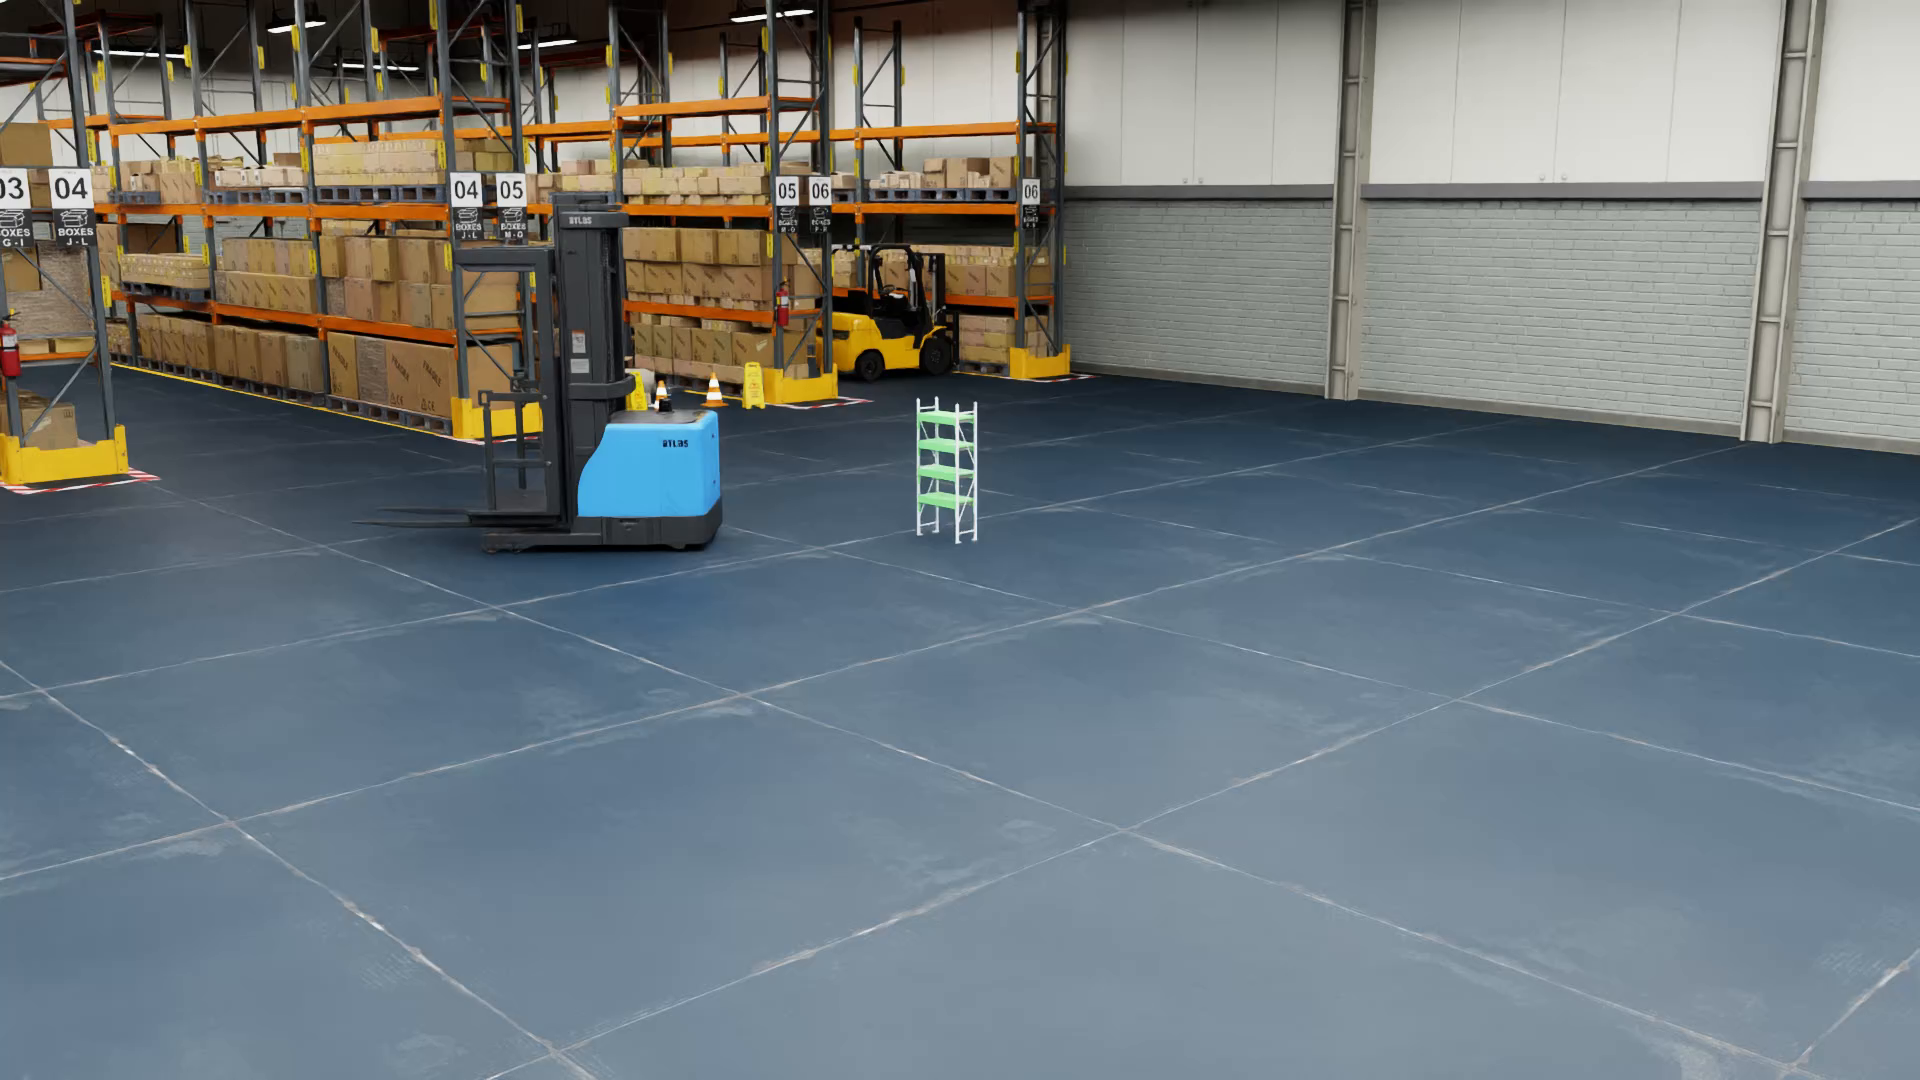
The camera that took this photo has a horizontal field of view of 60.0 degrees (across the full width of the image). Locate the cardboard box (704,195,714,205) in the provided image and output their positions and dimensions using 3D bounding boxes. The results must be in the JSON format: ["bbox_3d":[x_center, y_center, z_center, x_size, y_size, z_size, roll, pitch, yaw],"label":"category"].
[{"bbox_3d":[-3.586,-5.062,24.736,0.250,0.149,0.380,11,16,44],"label":"cardboard box"}]

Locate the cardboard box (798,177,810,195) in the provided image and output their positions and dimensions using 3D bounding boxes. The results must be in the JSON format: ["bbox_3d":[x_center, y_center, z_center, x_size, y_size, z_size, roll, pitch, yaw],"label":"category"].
[{"bbox_3d":[-2.427,-5.164,24.242,0.500,0.250,0.500,-11,16,-44],"label":"cardboard box"}]

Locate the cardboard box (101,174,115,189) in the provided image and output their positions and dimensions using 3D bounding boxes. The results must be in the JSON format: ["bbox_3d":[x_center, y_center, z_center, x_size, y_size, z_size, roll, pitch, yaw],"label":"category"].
[{"bbox_3d":[-14.573,-6.231,28.921,0.500,0.250,0.500,11,16,42],"label":"cardboard box"}]

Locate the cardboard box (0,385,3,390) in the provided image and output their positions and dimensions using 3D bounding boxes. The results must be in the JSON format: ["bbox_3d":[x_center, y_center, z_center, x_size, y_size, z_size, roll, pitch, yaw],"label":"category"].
[{"bbox_3d":[-11.554,-1.549,19.653,0.500,0.500,0.500,-5,13,-25],"label":"cardboard box"}]

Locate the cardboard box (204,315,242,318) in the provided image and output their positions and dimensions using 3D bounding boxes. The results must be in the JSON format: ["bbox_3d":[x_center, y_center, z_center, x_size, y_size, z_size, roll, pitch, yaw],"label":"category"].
[{"bbox_3d":[-12.291,-3.606,27.775,0.500,0.250,0.500,-11,16,-42],"label":"cardboard box"}]

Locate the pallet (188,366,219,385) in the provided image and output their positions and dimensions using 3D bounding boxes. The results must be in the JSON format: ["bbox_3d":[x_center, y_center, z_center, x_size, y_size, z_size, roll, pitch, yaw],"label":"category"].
[{"bbox_3d":[-11.846,-2.723,27.107,1.003,0.211,1.213,-11,16,-43],"label":"pallet"}]

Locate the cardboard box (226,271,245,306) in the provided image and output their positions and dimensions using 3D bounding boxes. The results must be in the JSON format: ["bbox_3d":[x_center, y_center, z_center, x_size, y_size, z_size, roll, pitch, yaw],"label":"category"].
[{"bbox_3d":[-10.840,-3.847,25.402,0.500,0.500,0.500,-11,16,-43],"label":"cardboard box"}]

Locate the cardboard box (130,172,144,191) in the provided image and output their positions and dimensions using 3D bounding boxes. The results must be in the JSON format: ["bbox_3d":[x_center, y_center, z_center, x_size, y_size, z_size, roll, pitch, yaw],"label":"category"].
[{"bbox_3d":[-13.614,-6.032,28.003,0.500,0.311,0.500,-11,16,-43],"label":"cardboard box"}]

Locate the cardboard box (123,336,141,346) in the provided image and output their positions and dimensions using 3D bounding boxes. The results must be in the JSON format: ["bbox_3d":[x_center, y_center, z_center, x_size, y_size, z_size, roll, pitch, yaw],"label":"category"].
[{"bbox_3d":[-14.518,-3.515,29.328,0.380,0.149,0.250,-10,16,-41],"label":"cardboard box"}]

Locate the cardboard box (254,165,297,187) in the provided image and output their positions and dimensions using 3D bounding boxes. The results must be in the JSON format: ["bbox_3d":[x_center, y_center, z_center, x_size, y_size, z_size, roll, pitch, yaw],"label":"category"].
[{"bbox_3d":[-9.915,-5.296,24.184,0.500,0.311,0.500,11,16,43],"label":"cardboard box"}]

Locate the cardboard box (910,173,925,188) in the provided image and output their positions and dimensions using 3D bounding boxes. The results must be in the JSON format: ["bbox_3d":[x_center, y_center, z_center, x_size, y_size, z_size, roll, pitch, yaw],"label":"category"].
[{"bbox_3d":[-0.642,-6.187,28.618,0.258,0.266,0.396,11,16,44],"label":"cardboard box"}]

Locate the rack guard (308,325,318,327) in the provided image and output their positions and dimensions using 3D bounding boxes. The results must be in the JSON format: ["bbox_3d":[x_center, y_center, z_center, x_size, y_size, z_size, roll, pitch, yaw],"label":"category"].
[{"bbox_3d":[-13.339,-4.626,35.627,1.175,0.500,0.348,-11,16,-43],"label":"rack guard"}]

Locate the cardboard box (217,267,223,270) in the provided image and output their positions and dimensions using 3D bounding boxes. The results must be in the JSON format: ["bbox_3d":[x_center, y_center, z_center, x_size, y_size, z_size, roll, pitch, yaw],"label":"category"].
[{"bbox_3d":[-11.872,-4.379,27.079,0.250,0.149,0.380,11,16,43],"label":"cardboard box"}]

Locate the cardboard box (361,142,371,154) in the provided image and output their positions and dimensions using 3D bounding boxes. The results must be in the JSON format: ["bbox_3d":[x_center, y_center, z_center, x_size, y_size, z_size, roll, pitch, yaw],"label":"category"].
[{"bbox_3d":[-7.489,-5.060,21.461,0.380,0.149,0.250,-11,16,-43],"label":"cardboard box"}]

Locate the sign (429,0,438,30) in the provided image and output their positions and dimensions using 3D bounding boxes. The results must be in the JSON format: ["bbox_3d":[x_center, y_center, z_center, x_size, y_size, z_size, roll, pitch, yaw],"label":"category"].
[{"bbox_3d":[-6.185,-6.168,19.539,0.100,0.325,0.005,-11,16,-43],"label":"sign"}]

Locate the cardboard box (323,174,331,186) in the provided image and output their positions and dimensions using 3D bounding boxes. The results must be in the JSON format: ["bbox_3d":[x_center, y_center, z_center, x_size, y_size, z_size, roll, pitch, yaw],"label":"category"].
[{"bbox_3d":[-8.360,-4.854,22.437,0.380,0.149,0.250,-11,16,-42],"label":"cardboard box"}]

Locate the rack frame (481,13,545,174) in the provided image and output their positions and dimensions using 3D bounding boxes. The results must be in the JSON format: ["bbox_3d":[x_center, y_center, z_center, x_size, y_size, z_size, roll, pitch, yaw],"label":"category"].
[{"bbox_3d":[-7.797,-7.618,29.085,1.000,3.000,0.127,-11,16,-43],"label":"rack frame"}]

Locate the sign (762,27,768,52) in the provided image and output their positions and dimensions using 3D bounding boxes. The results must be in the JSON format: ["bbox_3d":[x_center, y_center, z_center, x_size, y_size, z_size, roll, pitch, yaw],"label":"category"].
[{"bbox_3d":[-2.688,-6.911,22.947,0.100,0.325,0.005,-11,16,-43],"label":"sign"}]

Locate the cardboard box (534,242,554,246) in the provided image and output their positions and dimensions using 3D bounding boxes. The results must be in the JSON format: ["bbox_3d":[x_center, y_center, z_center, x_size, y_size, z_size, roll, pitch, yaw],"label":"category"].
[{"bbox_3d":[-6.917,-4.830,28.396,0.500,0.500,0.500,-11,16,-42],"label":"cardboard box"}]

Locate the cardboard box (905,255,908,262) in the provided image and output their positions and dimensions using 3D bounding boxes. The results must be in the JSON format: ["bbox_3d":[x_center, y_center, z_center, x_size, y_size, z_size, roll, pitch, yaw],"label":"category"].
[{"bbox_3d":[-0.741,-4.915,28.978,0.380,0.149,0.250,-11,16,-43],"label":"cardboard box"}]

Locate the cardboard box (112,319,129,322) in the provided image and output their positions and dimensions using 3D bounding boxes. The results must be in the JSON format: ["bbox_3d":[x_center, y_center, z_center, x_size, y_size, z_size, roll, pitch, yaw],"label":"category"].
[{"bbox_3d":[-15.748,-4.090,31.379,0.250,0.149,0.380,11,16,43],"label":"cardboard box"}]

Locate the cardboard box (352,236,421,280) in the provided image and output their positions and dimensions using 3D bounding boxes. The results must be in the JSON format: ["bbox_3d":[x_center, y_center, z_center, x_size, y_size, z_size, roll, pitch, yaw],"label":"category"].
[{"bbox_3d":[-7.578,-3.773,22.242,0.875,0.550,0.550,-11,16,-43],"label":"cardboard box"}]

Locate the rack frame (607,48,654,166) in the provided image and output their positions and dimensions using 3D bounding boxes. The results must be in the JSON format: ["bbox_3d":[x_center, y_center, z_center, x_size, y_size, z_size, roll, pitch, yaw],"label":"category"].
[{"bbox_3d":[-6.972,-8.894,35.278,1.000,3.000,0.127,-11,16,-43],"label":"rack frame"}]

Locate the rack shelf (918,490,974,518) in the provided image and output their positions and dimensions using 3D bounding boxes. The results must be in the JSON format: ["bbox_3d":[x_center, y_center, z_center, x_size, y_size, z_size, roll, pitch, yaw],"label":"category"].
[{"bbox_3d":[-0.114,-0.314,14.469,0.258,0.148,0.480,-11,16,-43],"label":"rack shelf"}]

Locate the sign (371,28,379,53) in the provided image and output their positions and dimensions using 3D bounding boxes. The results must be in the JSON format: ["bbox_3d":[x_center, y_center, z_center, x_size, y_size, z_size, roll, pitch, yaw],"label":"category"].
[{"bbox_3d":[-8.127,-6.938,23.079,0.100,0.325,0.005,-11,16,-43],"label":"sign"}]

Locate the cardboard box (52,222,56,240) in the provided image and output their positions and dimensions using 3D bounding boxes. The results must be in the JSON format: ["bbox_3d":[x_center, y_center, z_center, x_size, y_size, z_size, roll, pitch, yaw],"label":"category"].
[{"bbox_3d":[-16.714,-5.724,31.299,0.500,0.500,0.500,-11,16,-43],"label":"cardboard box"}]

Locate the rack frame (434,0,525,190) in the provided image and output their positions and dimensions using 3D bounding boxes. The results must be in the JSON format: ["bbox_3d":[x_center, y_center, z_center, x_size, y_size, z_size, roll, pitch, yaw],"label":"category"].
[{"bbox_3d":[-5.783,-5.746,19.998,1.000,3.000,0.127,-11,16,-43],"label":"rack frame"}]

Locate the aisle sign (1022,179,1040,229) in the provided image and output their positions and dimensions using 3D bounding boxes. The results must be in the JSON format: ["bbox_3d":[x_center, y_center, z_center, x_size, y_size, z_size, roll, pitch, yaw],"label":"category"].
[{"bbox_3d":[1.148,-5.427,26.876,0.394,0.787,0.004,-11,16,-43],"label":"aisle sign"}]

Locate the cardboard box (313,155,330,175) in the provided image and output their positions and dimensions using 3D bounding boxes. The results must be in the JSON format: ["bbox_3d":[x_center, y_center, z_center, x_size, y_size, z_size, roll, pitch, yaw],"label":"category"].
[{"bbox_3d":[-8.410,-5.077,22.531,0.500,0.250,0.500,-11,16,-42],"label":"cardboard box"}]

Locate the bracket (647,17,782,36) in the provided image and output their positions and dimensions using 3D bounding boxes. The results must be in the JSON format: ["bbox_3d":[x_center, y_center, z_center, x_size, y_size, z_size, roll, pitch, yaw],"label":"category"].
[{"bbox_3d":[-4.980,-10.395,33.647,0.076,0.066,4.783,-11,16,-43],"label":"bracket"}]

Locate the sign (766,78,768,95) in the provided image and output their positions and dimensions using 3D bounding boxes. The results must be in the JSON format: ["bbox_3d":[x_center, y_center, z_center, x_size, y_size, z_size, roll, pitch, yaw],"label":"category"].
[{"bbox_3d":[-3.811,-8.923,32.713,0.100,0.325,0.005,-11,16,-43],"label":"sign"}]

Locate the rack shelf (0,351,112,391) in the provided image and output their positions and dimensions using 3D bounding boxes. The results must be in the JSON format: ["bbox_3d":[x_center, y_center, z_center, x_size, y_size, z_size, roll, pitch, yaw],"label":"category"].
[{"bbox_3d":[-10.821,-2.070,18.810,1.077,0.370,4.000,-11,16,-43],"label":"rack shelf"}]

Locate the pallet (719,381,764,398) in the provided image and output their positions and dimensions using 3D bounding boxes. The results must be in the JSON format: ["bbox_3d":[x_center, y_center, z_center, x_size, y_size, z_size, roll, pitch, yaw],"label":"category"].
[{"bbox_3d":[-2.861,-2.281,24.958,1.003,0.211,1.213,-11,16,-43],"label":"pallet"}]

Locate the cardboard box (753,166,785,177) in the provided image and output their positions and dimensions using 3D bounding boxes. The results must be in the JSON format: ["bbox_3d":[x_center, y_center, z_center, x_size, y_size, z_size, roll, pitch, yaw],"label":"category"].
[{"bbox_3d":[-2.720,-5.257,23.705,0.380,0.149,0.250,-11,16,-42],"label":"cardboard box"}]

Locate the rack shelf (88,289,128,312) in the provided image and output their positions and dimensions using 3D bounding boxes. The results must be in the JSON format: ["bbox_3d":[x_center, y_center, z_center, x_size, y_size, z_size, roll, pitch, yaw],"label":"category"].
[{"bbox_3d":[-15.451,-4.498,30.593,1.077,0.370,4.000,-11,16,-43],"label":"rack shelf"}]

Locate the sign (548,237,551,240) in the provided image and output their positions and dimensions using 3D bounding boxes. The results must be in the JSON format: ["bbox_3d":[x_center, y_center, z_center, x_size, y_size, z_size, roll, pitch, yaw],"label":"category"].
[{"bbox_3d":[-7.411,-5.285,29.955,0.100,0.325,0.005,-11,16,-43],"label":"sign"}]

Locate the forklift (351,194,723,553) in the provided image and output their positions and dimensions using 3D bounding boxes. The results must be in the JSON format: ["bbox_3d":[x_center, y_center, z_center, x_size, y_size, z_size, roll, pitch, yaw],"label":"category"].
[{"bbox_3d":[-3.631,-1.435,14.115,3.031,2.935,1.130,0,12,0],"label":"forklift"}]

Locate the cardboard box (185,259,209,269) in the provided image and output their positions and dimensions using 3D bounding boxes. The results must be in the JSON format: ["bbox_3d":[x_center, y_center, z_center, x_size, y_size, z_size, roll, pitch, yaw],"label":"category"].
[{"bbox_3d":[-11.978,-4.356,26.231,0.250,0.149,0.380,11,16,43],"label":"cardboard box"}]

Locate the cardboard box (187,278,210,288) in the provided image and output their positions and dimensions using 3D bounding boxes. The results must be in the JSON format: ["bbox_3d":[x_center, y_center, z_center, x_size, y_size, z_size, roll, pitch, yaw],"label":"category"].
[{"bbox_3d":[-11.981,-4.065,26.292,0.380,0.149,0.250,-11,16,-42],"label":"cardboard box"}]

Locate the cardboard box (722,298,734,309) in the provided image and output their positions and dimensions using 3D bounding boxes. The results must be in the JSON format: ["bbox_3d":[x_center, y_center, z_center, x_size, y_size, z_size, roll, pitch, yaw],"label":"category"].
[{"bbox_3d":[-3.302,-3.509,24.631,0.380,0.149,0.250,-11,16,-42],"label":"cardboard box"}]

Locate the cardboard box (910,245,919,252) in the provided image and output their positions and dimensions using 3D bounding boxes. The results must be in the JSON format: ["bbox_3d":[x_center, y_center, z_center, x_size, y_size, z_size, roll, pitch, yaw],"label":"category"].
[{"bbox_3d":[-0.711,-5.065,28.969,0.380,0.149,0.250,-11,16,-43],"label":"cardboard box"}]

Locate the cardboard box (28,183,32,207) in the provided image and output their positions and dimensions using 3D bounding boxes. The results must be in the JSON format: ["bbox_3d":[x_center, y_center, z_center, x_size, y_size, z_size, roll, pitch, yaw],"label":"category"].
[{"bbox_3d":[-9.957,-3.561,17.203,0.500,0.250,0.500,-10,16,-41],"label":"cardboard box"}]

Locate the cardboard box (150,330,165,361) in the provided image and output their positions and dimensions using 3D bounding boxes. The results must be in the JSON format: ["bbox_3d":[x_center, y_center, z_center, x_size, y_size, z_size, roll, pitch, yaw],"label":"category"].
[{"bbox_3d":[-13.385,-3.318,28.238,0.500,0.500,0.500,-10,15,-40],"label":"cardboard box"}]

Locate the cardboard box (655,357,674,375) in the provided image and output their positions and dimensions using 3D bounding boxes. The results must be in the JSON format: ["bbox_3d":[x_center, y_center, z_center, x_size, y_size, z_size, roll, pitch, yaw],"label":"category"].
[{"bbox_3d":[-4.446,-2.754,26.121,0.500,0.250,0.500,-10,15,-39],"label":"cardboard box"}]

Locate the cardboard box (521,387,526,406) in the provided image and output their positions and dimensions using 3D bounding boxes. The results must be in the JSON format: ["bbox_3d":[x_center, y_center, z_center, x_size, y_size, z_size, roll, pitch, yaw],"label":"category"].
[{"bbox_3d":[-6.026,-2.058,23.741,0.396,0.266,0.258,-8,14,-33],"label":"cardboard box"}]

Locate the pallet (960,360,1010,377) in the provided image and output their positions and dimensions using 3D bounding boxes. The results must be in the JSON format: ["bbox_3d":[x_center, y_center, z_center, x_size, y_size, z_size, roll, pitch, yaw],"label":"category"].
[{"bbox_3d":[0.756,-2.944,28.178,1.003,0.211,1.213,-11,16,-43],"label":"pallet"}]

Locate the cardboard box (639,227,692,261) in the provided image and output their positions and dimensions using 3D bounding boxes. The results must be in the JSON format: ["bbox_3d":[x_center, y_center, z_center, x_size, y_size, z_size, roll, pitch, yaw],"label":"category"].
[{"bbox_3d":[-4.551,-4.608,25.881,0.700,0.500,0.500,-11,16,-42],"label":"cardboard box"}]

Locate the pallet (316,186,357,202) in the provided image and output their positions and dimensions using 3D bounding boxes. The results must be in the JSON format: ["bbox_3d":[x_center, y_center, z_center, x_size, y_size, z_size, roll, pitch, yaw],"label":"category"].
[{"bbox_3d":[-7.988,-4.696,22.557,1.003,0.211,1.213,-11,16,-43],"label":"pallet"}]

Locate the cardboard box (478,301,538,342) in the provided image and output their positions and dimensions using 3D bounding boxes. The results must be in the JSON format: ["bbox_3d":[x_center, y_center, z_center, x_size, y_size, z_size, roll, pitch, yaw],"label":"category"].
[{"bbox_3d":[-8.214,-3.957,30.408,0.875,0.875,0.875,-11,16,-43],"label":"cardboard box"}]

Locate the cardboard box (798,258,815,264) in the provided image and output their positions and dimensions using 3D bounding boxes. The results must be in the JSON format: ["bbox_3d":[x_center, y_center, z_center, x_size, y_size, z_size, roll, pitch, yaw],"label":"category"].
[{"bbox_3d":[-2.681,-5.145,31.082,0.500,0.250,0.500,-10,16,-41],"label":"cardboard box"}]

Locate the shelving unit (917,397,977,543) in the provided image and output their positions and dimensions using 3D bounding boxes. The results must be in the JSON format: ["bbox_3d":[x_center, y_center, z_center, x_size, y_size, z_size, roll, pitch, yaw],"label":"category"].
[{"bbox_3d":[-0.114,-0.612,14.408,0.258,1.200,0.503,-11,16,-43],"label":"shelving unit"}]

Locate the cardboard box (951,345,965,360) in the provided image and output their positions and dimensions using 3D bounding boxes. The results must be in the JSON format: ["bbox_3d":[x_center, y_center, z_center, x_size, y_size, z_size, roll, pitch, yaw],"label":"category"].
[{"bbox_3d":[0.086,-3.236,28.457,0.500,0.250,0.500,-11,16,-42],"label":"cardboard box"}]

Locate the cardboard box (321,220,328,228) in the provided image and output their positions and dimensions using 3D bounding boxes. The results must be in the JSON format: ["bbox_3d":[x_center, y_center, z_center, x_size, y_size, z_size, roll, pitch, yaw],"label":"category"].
[{"bbox_3d":[-12.948,-6.531,34.343,0.380,0.149,0.250,-10,15,-41],"label":"cardboard box"}]
